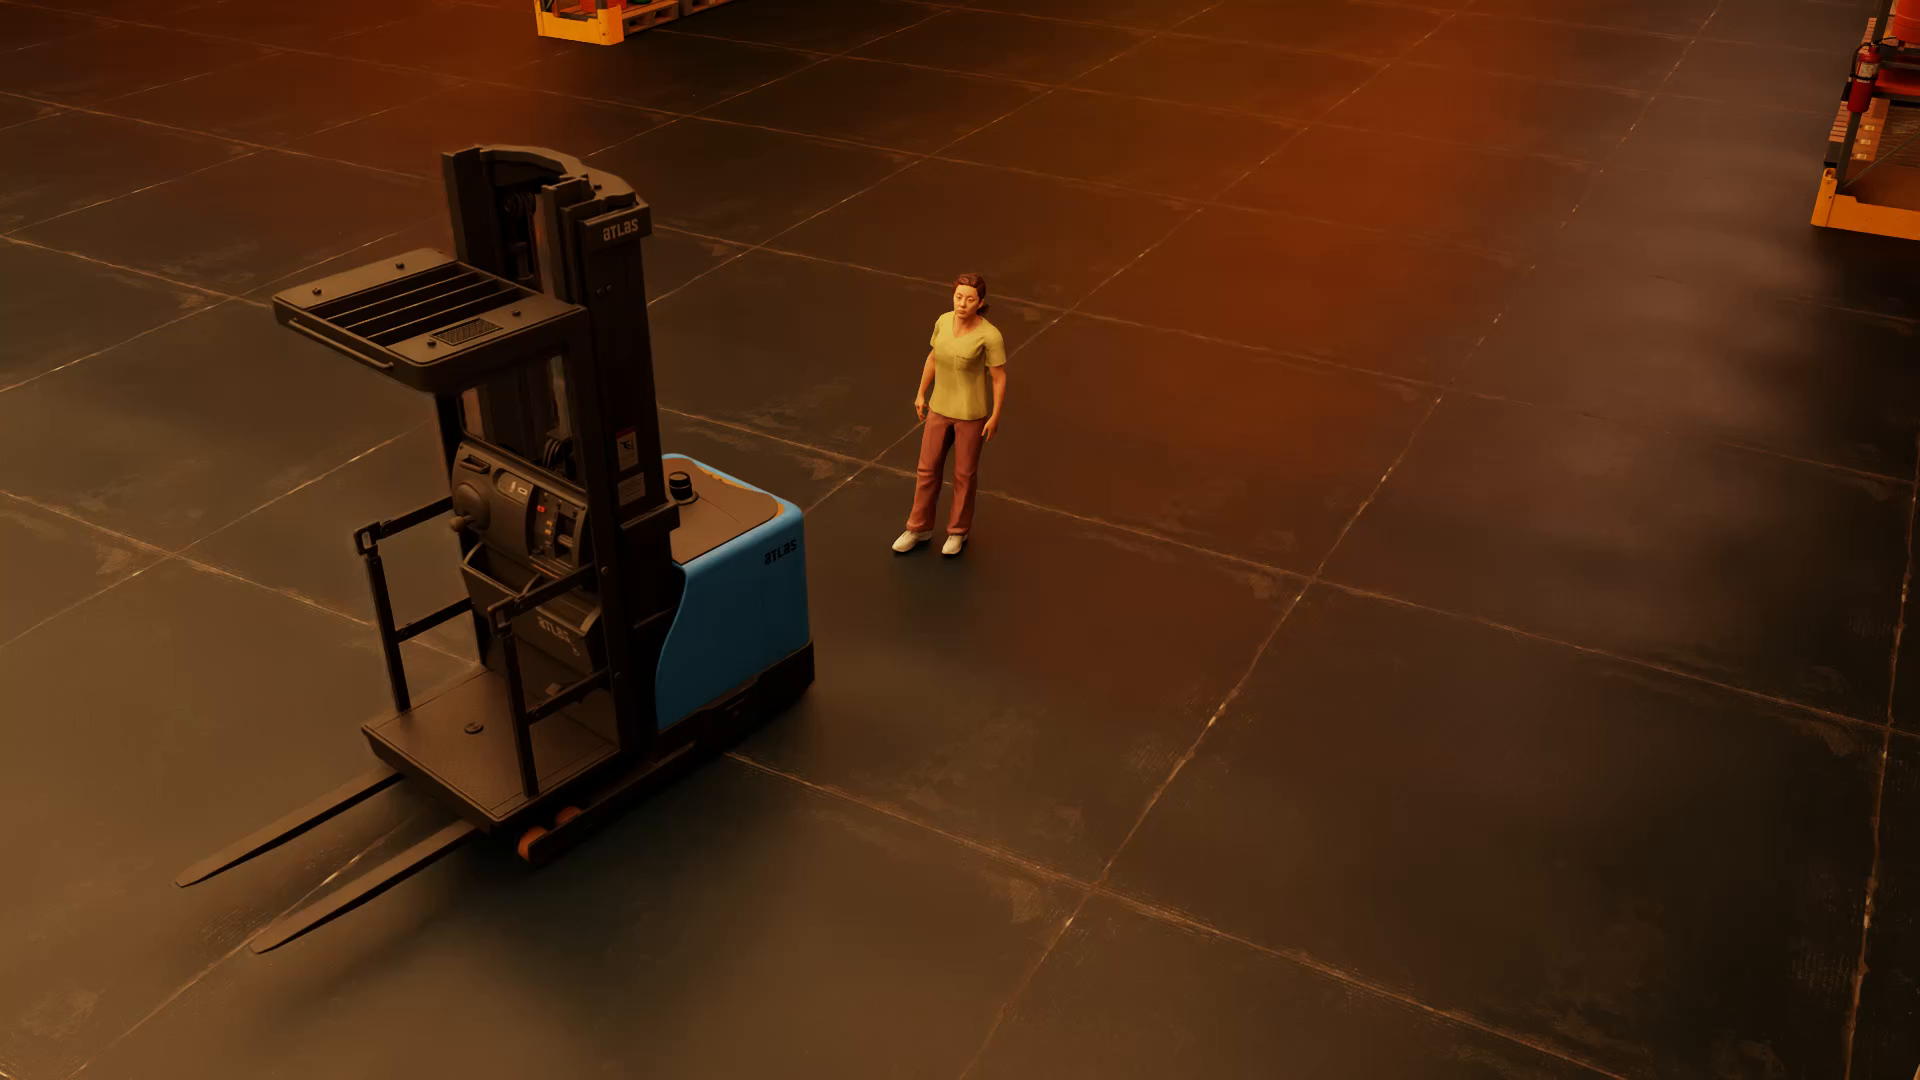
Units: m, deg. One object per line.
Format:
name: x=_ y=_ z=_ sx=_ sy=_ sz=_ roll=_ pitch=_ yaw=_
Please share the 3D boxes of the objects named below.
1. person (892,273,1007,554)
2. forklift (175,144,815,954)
person: x=-0.045 y=-0.702 z=9.529 sx=0.555 sy=1.675 sz=0.549 roll=15 pitch=33 yaw=25
forklift: x=-2.094 y=-0.097 z=7.238 sx=1.130 sy=2.935 sz=3.031 roll=23 pitch=37 yaw=34
